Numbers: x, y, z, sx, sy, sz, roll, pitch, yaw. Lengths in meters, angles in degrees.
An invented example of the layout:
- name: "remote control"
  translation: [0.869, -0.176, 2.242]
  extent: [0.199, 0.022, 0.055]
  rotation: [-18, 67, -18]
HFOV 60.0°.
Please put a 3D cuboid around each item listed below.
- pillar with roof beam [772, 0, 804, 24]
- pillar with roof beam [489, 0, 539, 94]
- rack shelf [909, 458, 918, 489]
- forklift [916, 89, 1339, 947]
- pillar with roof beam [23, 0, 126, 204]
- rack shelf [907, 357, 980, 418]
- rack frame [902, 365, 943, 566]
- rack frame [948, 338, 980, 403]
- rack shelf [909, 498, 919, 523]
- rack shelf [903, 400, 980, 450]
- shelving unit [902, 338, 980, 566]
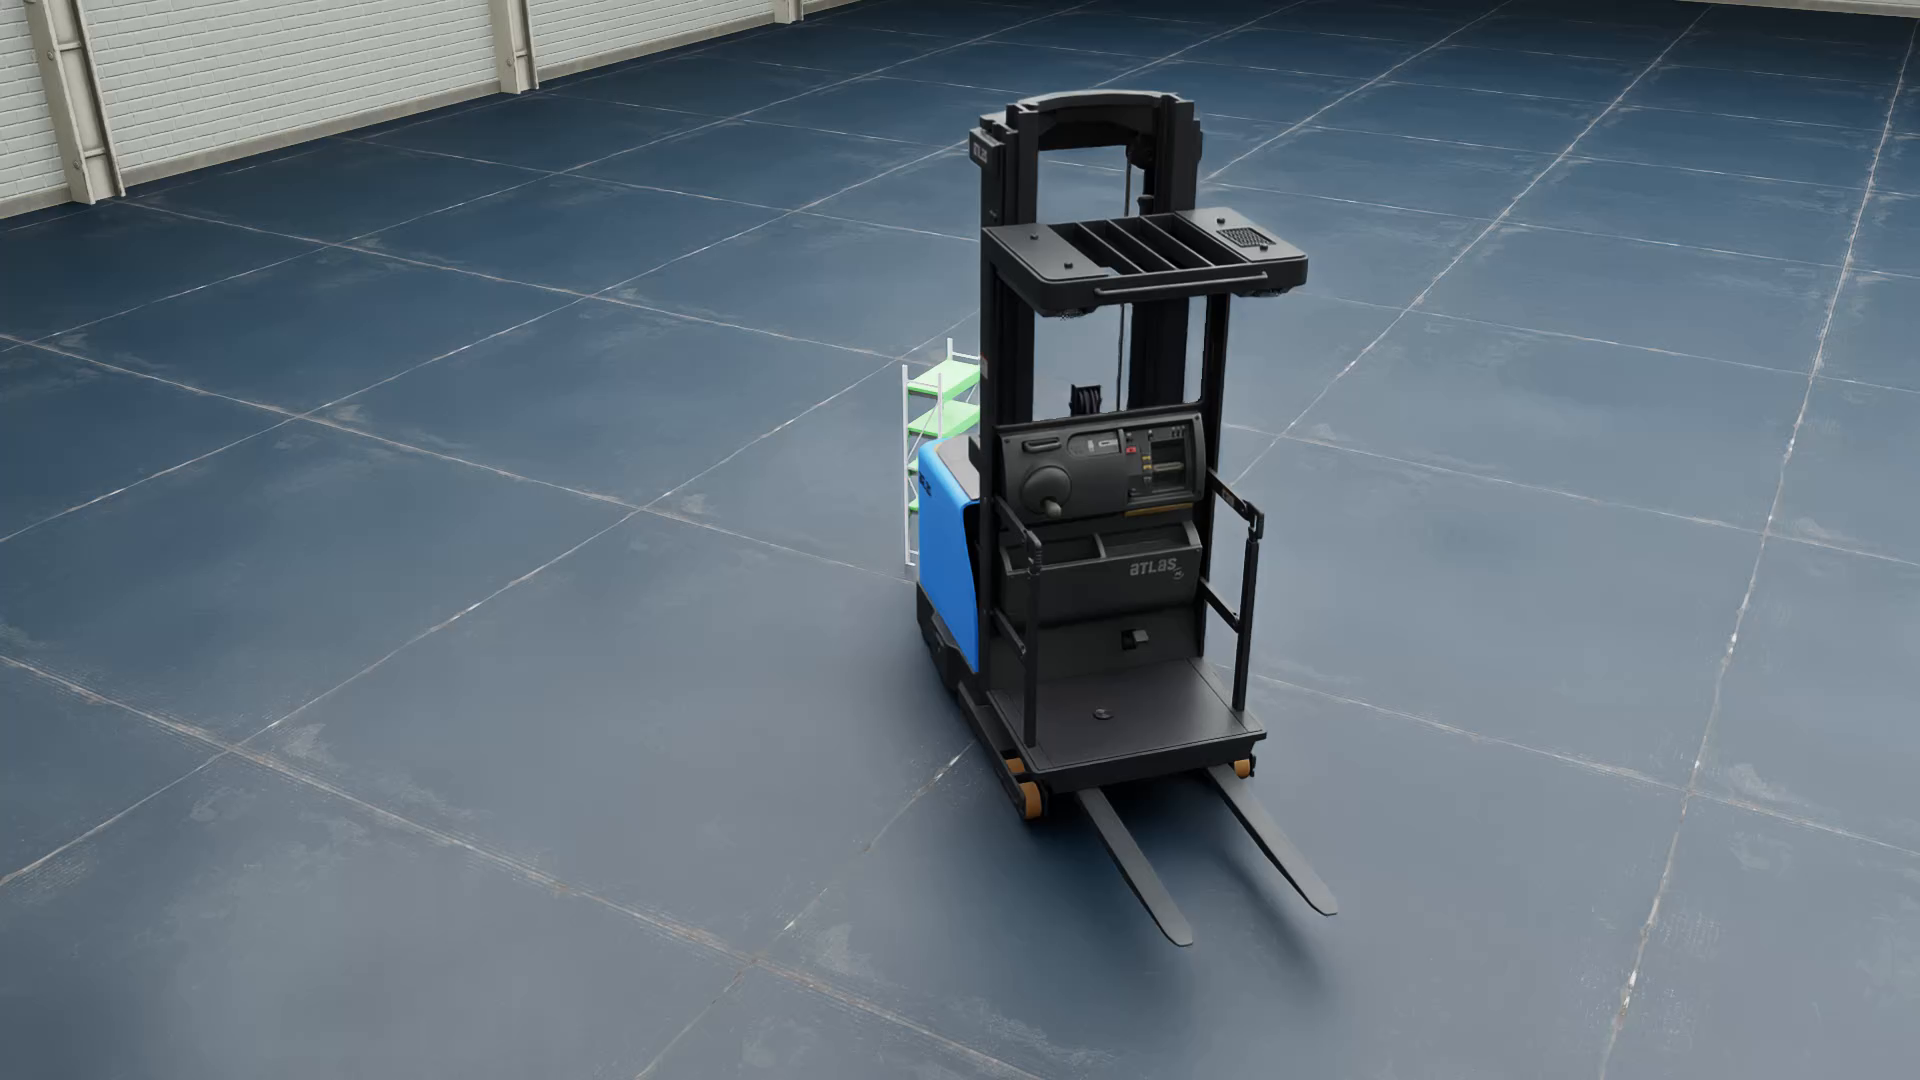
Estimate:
- name: "pillar with roof beam"
  translation: [1.075, -11.160, 21.992]
  extent: [9.100, 9.000, 0.400]
  rotation: [14, 30, 26]
- name: "pillar with roof beam"
  translation: [-1.876, -8.822, 17.321]
  extent: [9.100, 9.000, 0.400]
  rotation: [14, 30, 26]
- name: "rack shelf"
  translation: [-0.081, -0.415, 9.381]
  extent: [0.258, 0.148, 0.480]
  rotation: [14, 30, 26]
- name: "forklift"
  translation: [0.693, -0.283, 7.042]
  extent: [1.130, 2.935, 3.031]
  rotation: [-8, 28, -15]
- name: "pillar with roof beam"
  translation: [-4.828, -6.484, 12.650]
  extent: [9.100, 9.000, 0.400]
  rotation: [14, 30, 26]
- name: "rack shelf"
  translation: [-0.081, -0.844, 9.166]
  extent: [0.258, 0.148, 0.480]
  rotation: [14, 30, 26]
- name: "rack frame"
  translation: [-0.201, -0.377, 9.163]
  extent: [0.240, 1.200, 0.015]
  rotation: [14, 30, 26]
- name: "rack frame"
  translation: [0.039, -0.567, 9.543]
  extent: [0.240, 1.200, 0.015]
  rotation: [14, 30, 26]
- name: "rack shelf"
  translation: [-0.081, -0.200, 9.489]
  extent: [0.258, 0.148, 0.480]
  rotation: [14, 30, 26]
- name: "rack shelf"
  translation: [-0.081, -0.629, 9.274]
  extent: [0.258, 0.148, 0.480]
  rotation: [14, 30, 26]
- name: "shelving unit"
  translation: [-0.081, -0.472, 9.353]
  extent: [0.258, 1.200, 0.503]
  rotation: [14, 30, 26]
